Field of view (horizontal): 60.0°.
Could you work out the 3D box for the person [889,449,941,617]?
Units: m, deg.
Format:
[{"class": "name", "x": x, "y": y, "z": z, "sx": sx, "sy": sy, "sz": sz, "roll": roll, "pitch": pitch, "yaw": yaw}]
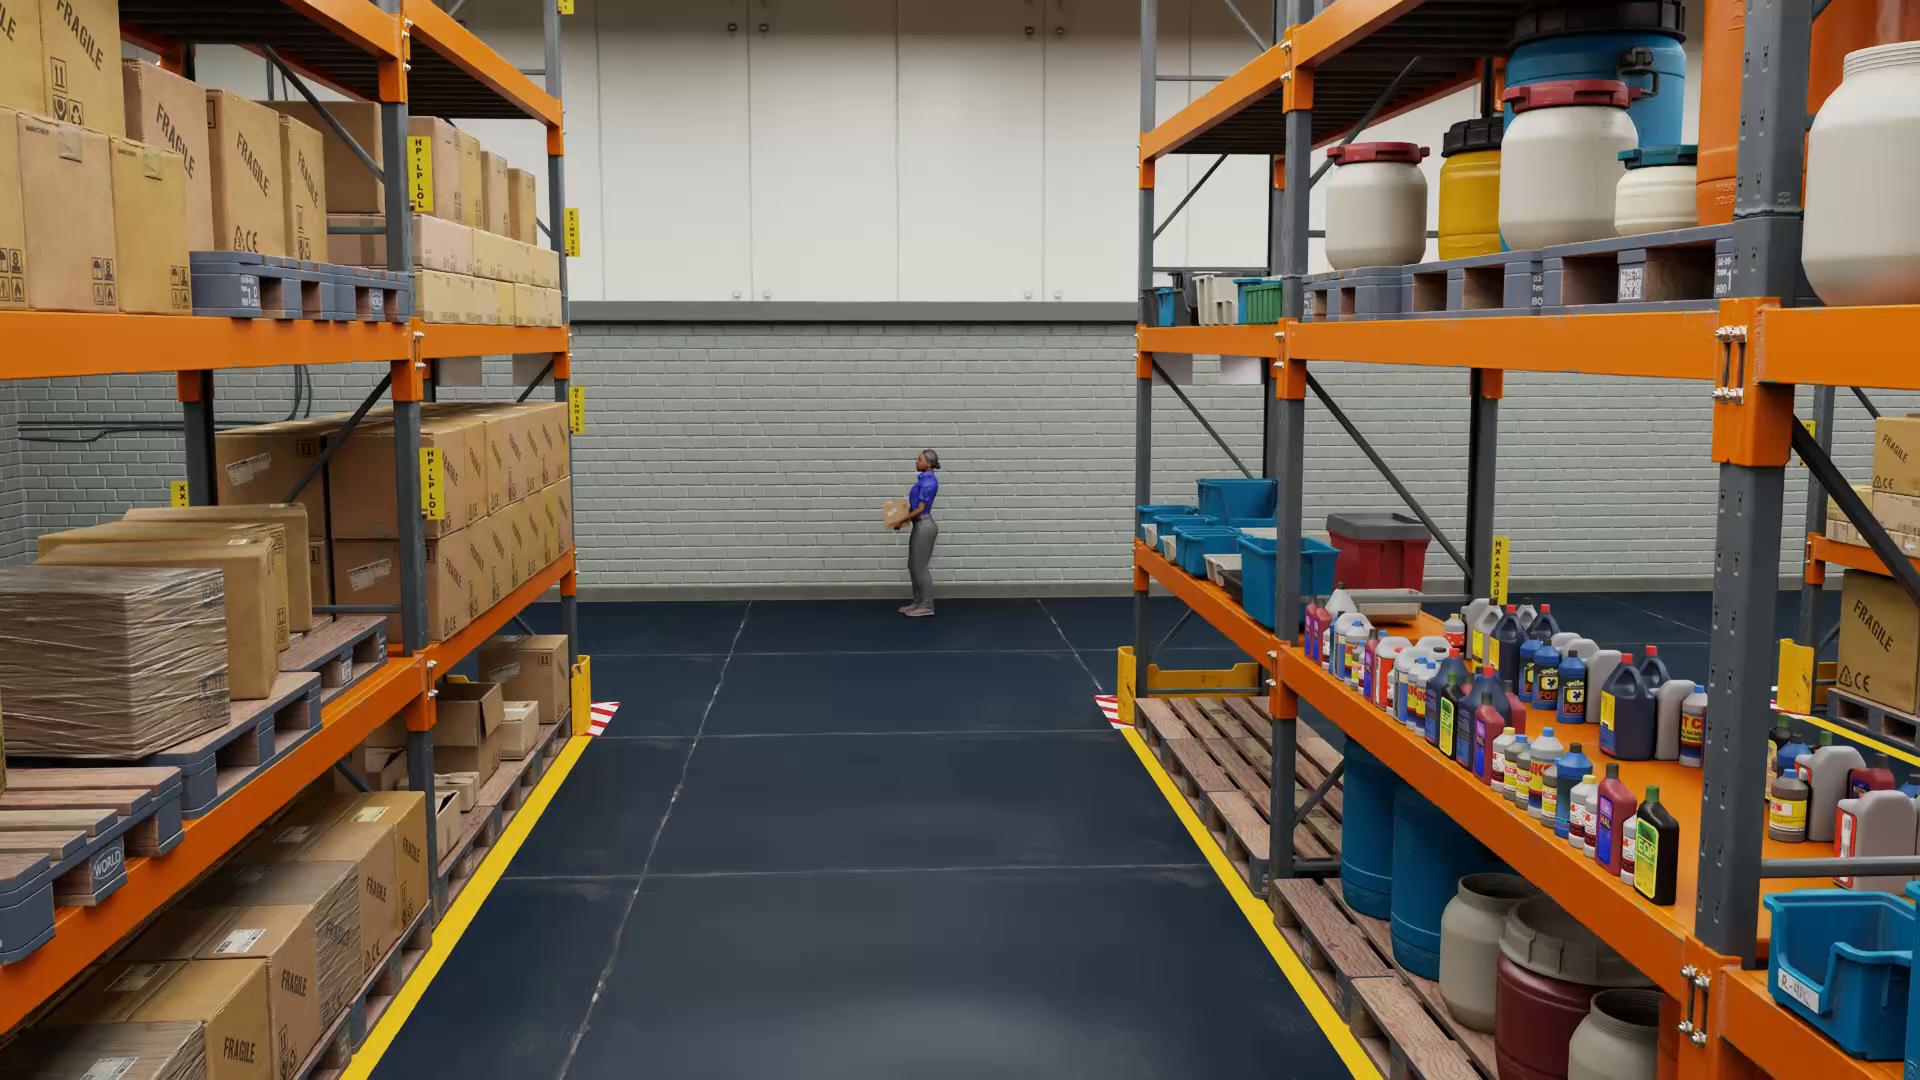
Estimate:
[{"class": "person", "x": -0.449, "y": -0.077, "z": 16.442, "sx": 0.521, "sy": 1.645, "sz": 0.449, "roll": 0, "pitch": 7, "yaw": -3}]
